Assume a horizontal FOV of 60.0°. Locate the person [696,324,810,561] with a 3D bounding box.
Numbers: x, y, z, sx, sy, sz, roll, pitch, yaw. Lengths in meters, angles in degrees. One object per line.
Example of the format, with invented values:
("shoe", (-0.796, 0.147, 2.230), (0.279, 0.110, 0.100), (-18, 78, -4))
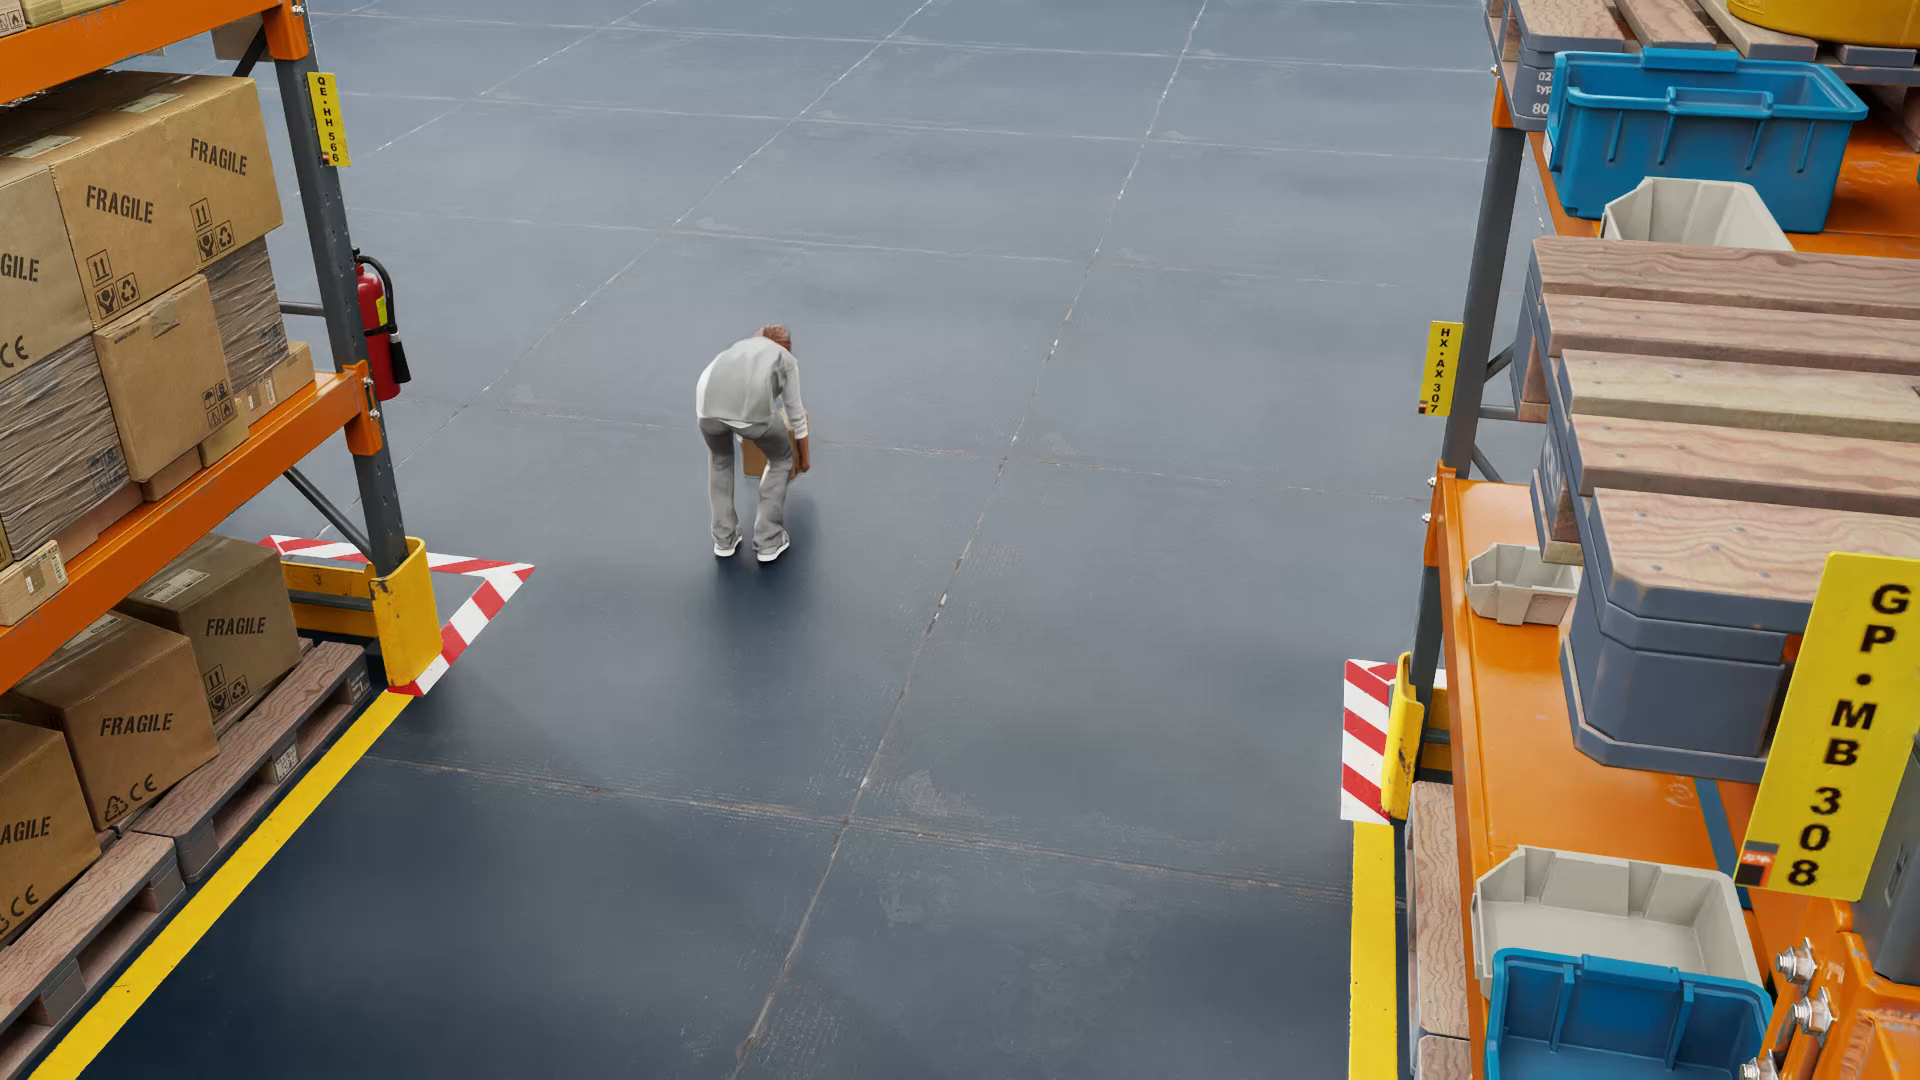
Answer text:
("person", (-0.931, -0.474, 7.617), (0.402, 0.980, 0.871), (5, 30, 9))
